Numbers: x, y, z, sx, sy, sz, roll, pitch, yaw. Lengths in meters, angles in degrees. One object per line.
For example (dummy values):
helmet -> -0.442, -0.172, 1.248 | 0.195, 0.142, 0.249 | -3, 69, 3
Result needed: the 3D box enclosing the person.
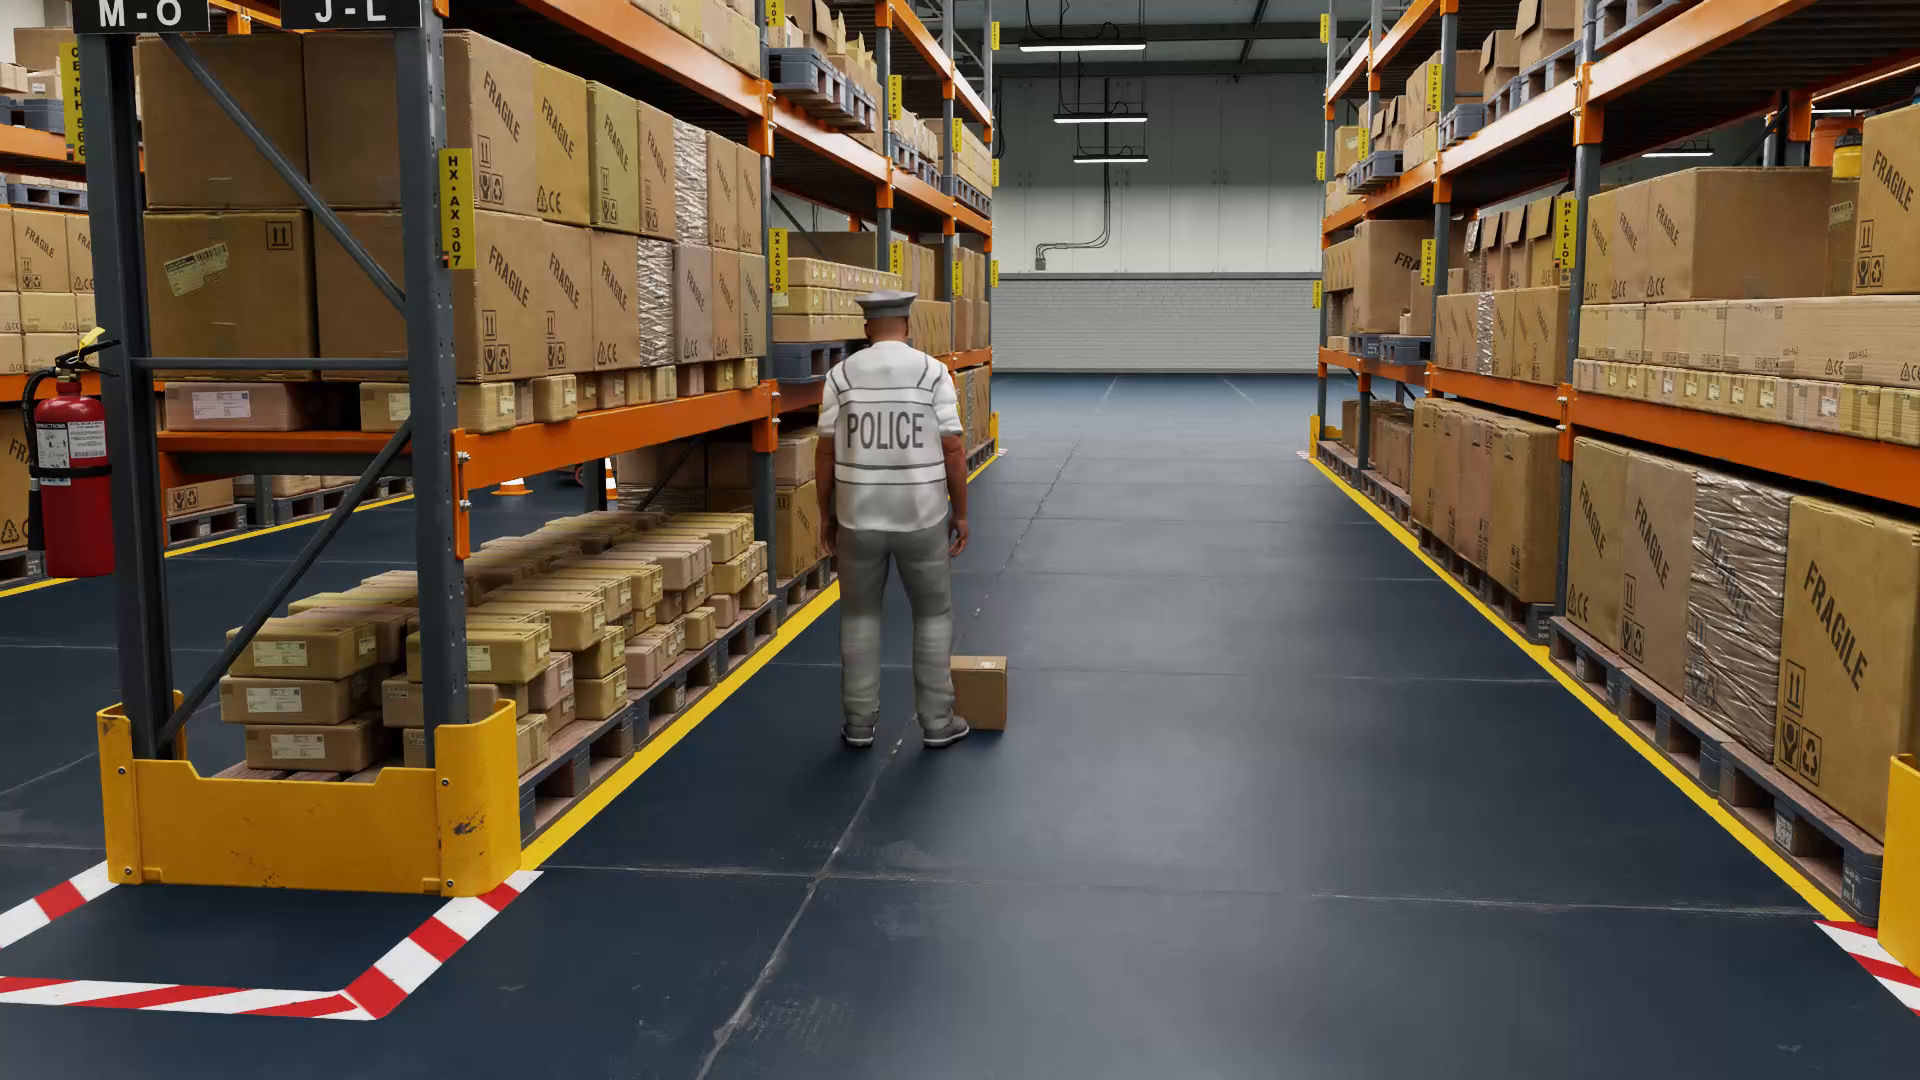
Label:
person -> -0.260, -0.079, 6.363 | 0.585, 1.747, 0.437 | 0, 8, 3
